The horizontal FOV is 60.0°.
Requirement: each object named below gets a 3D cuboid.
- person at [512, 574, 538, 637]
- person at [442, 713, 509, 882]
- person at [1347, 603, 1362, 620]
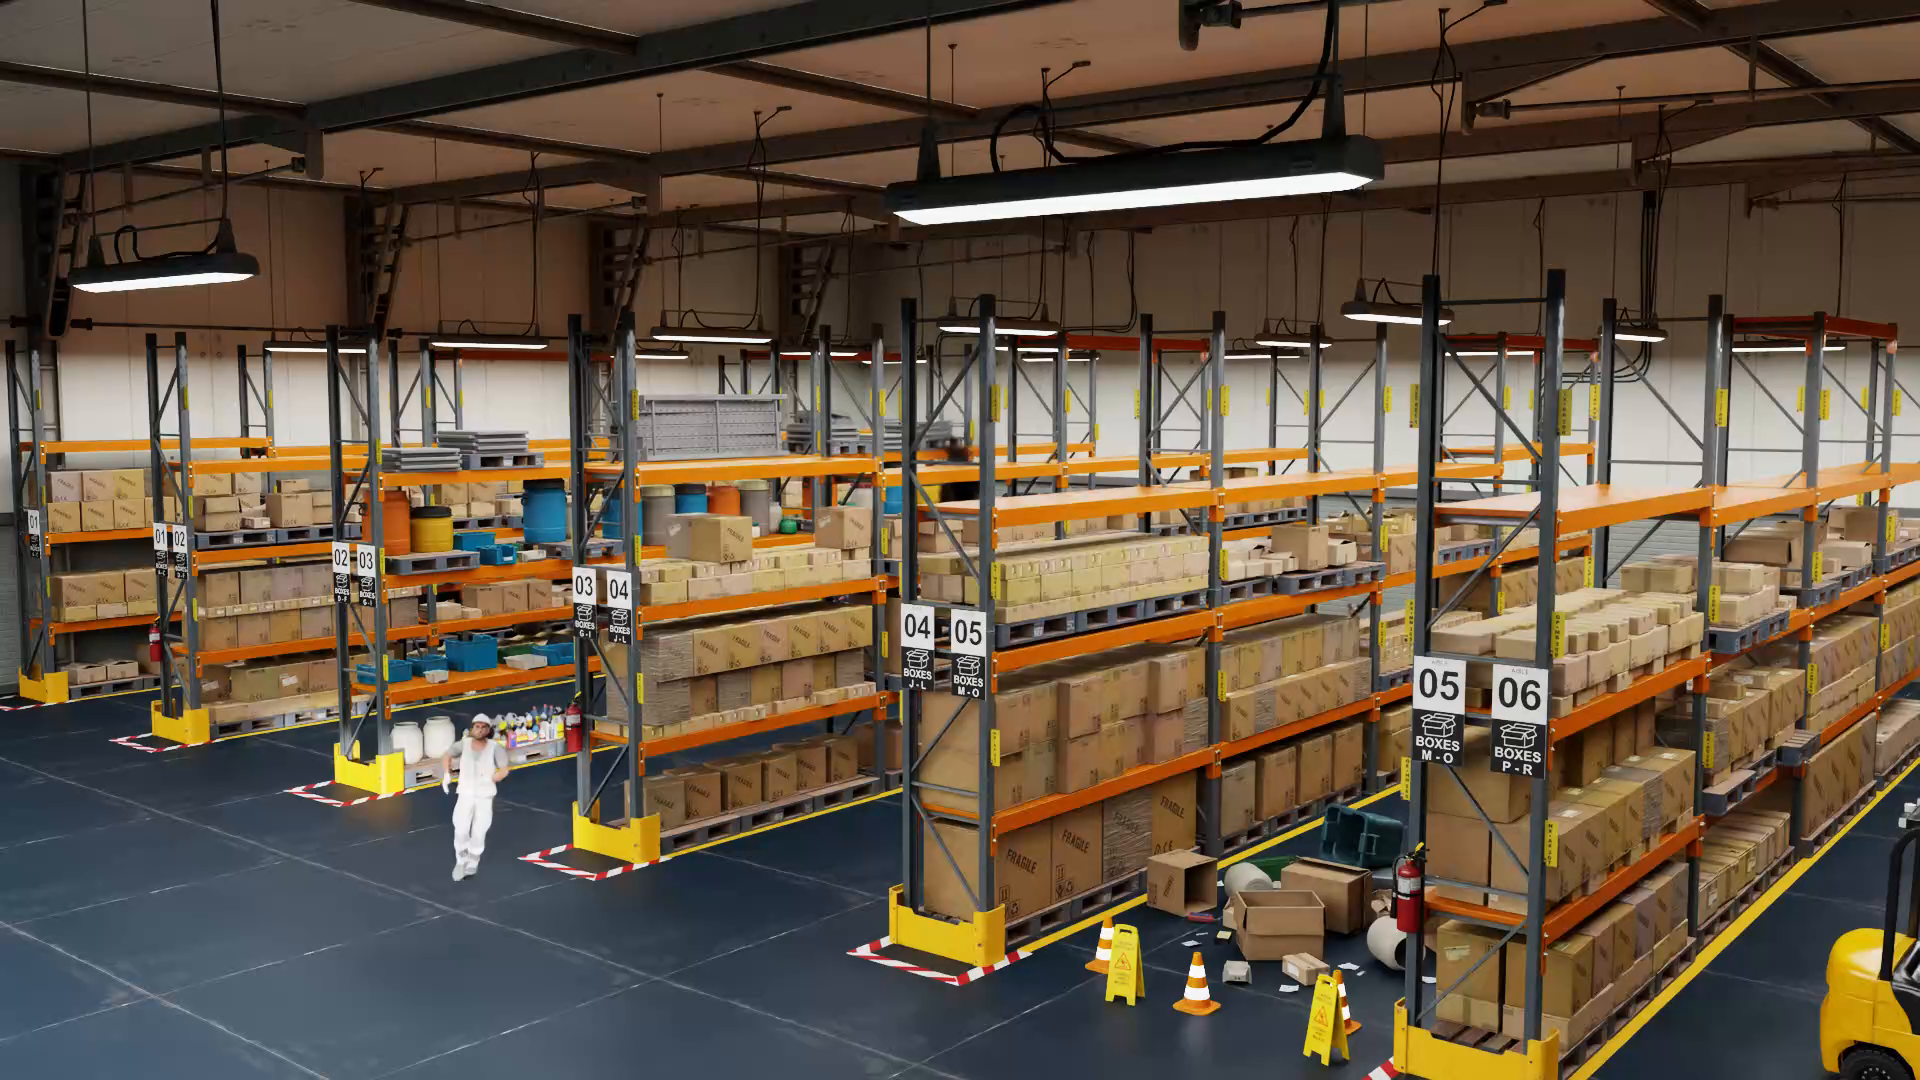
[{"bbox_3d":[-8.235,1.443,31.800,0.711,1.769,0.900,3,6,32],"label":"person"},{"bbox_3d":[-5.101,2.708,17.536,0.688,1.755,0.622,-1,5,-16],"label":"person"},{"bbox_3d":[6.514,1.871,27.407,0.594,1.710,0.752,4,7,39],"label":"person"}]
